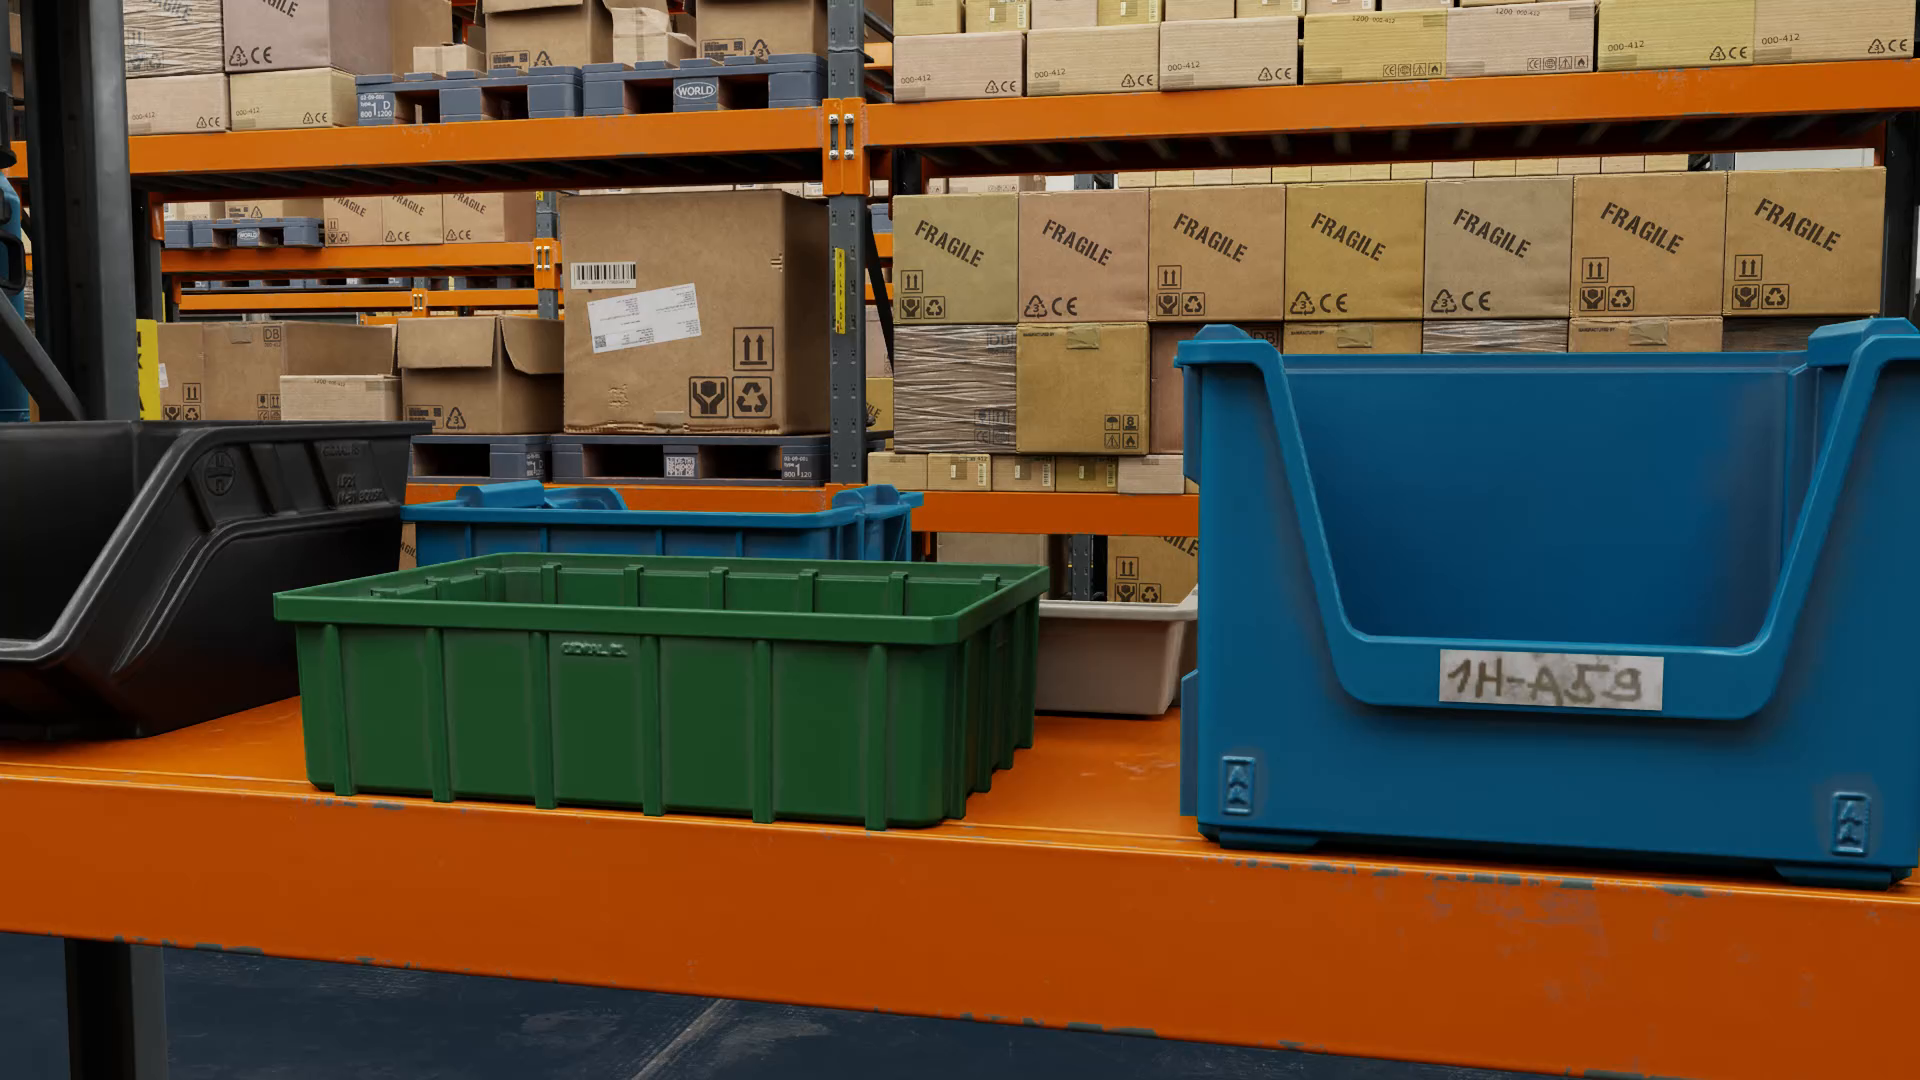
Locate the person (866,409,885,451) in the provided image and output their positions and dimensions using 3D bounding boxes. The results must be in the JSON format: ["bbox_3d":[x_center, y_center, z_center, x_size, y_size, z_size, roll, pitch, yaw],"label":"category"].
[{"bbox_3d":[-0.577,-0.033,10.205,0.363,1.652,0.558,1,5,12],"label":"person"}]
